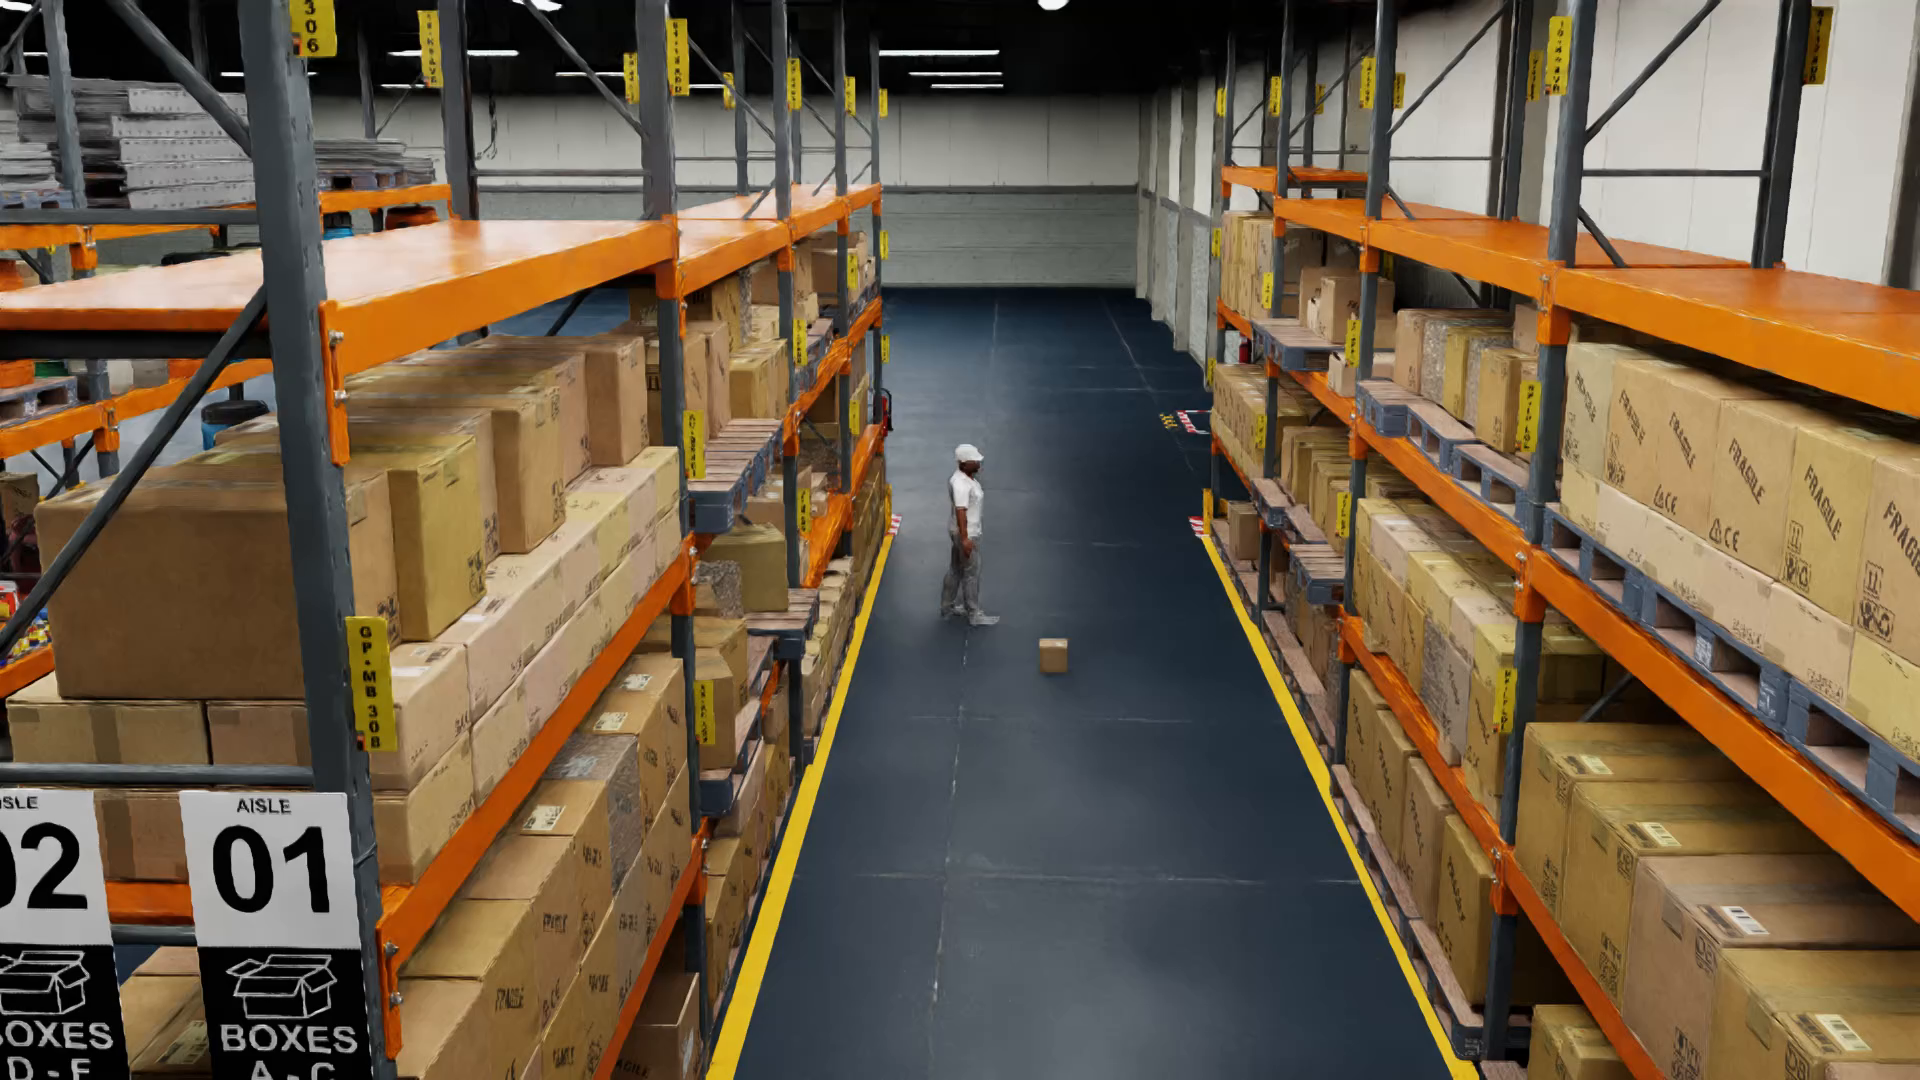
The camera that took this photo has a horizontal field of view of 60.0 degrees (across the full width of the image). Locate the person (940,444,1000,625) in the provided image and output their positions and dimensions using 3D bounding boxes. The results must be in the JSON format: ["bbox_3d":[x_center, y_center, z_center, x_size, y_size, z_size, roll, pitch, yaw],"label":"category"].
[{"bbox_3d":[0.096,-0.054,16.123,0.587,1.768,0.747,0,14,-1],"label":"person"}]
